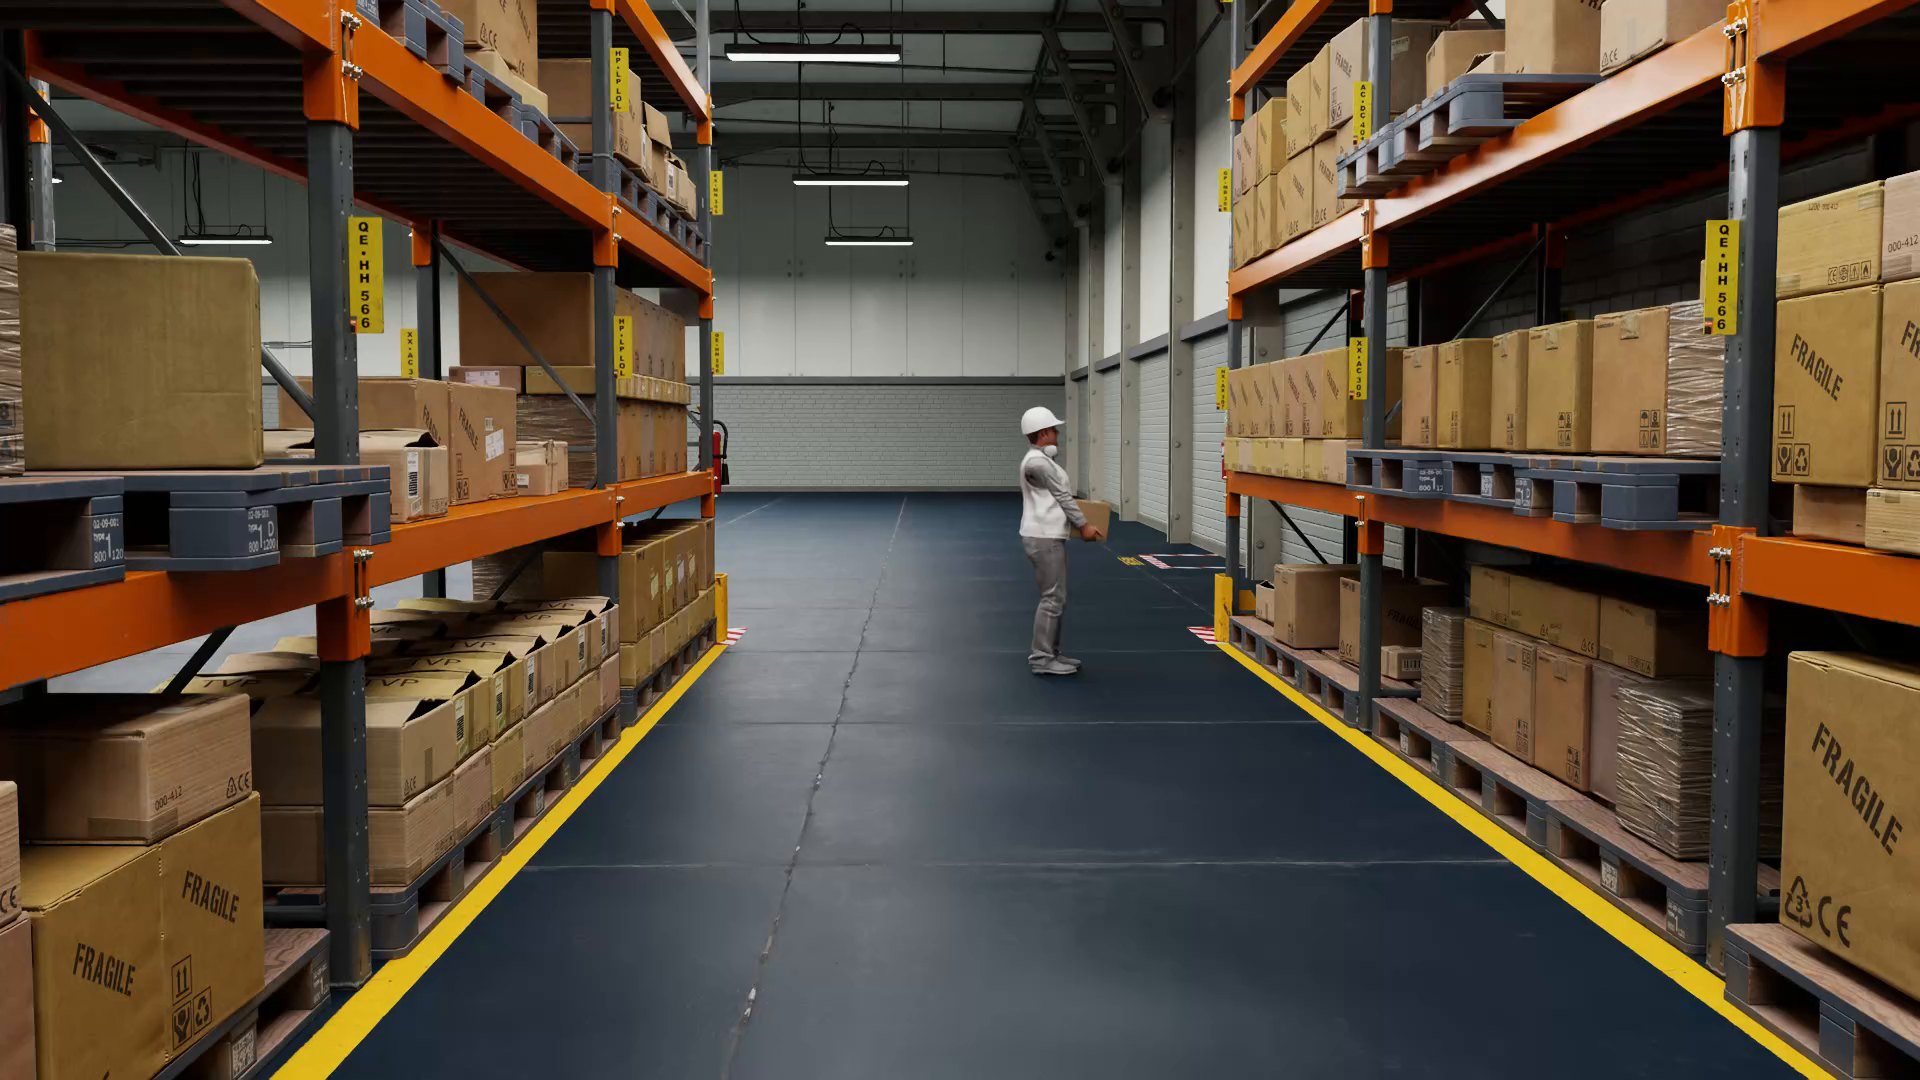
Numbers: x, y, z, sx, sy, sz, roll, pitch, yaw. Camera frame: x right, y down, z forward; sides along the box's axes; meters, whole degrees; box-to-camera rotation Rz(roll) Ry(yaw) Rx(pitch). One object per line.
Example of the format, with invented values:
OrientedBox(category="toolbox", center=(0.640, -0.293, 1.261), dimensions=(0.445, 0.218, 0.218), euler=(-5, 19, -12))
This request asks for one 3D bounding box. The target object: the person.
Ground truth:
OrientedBox(category="person", center=(0.672, -0.002, 11.110), dimensions=(0.546, 1.765, 0.494), euler=(0, 4, 0))
